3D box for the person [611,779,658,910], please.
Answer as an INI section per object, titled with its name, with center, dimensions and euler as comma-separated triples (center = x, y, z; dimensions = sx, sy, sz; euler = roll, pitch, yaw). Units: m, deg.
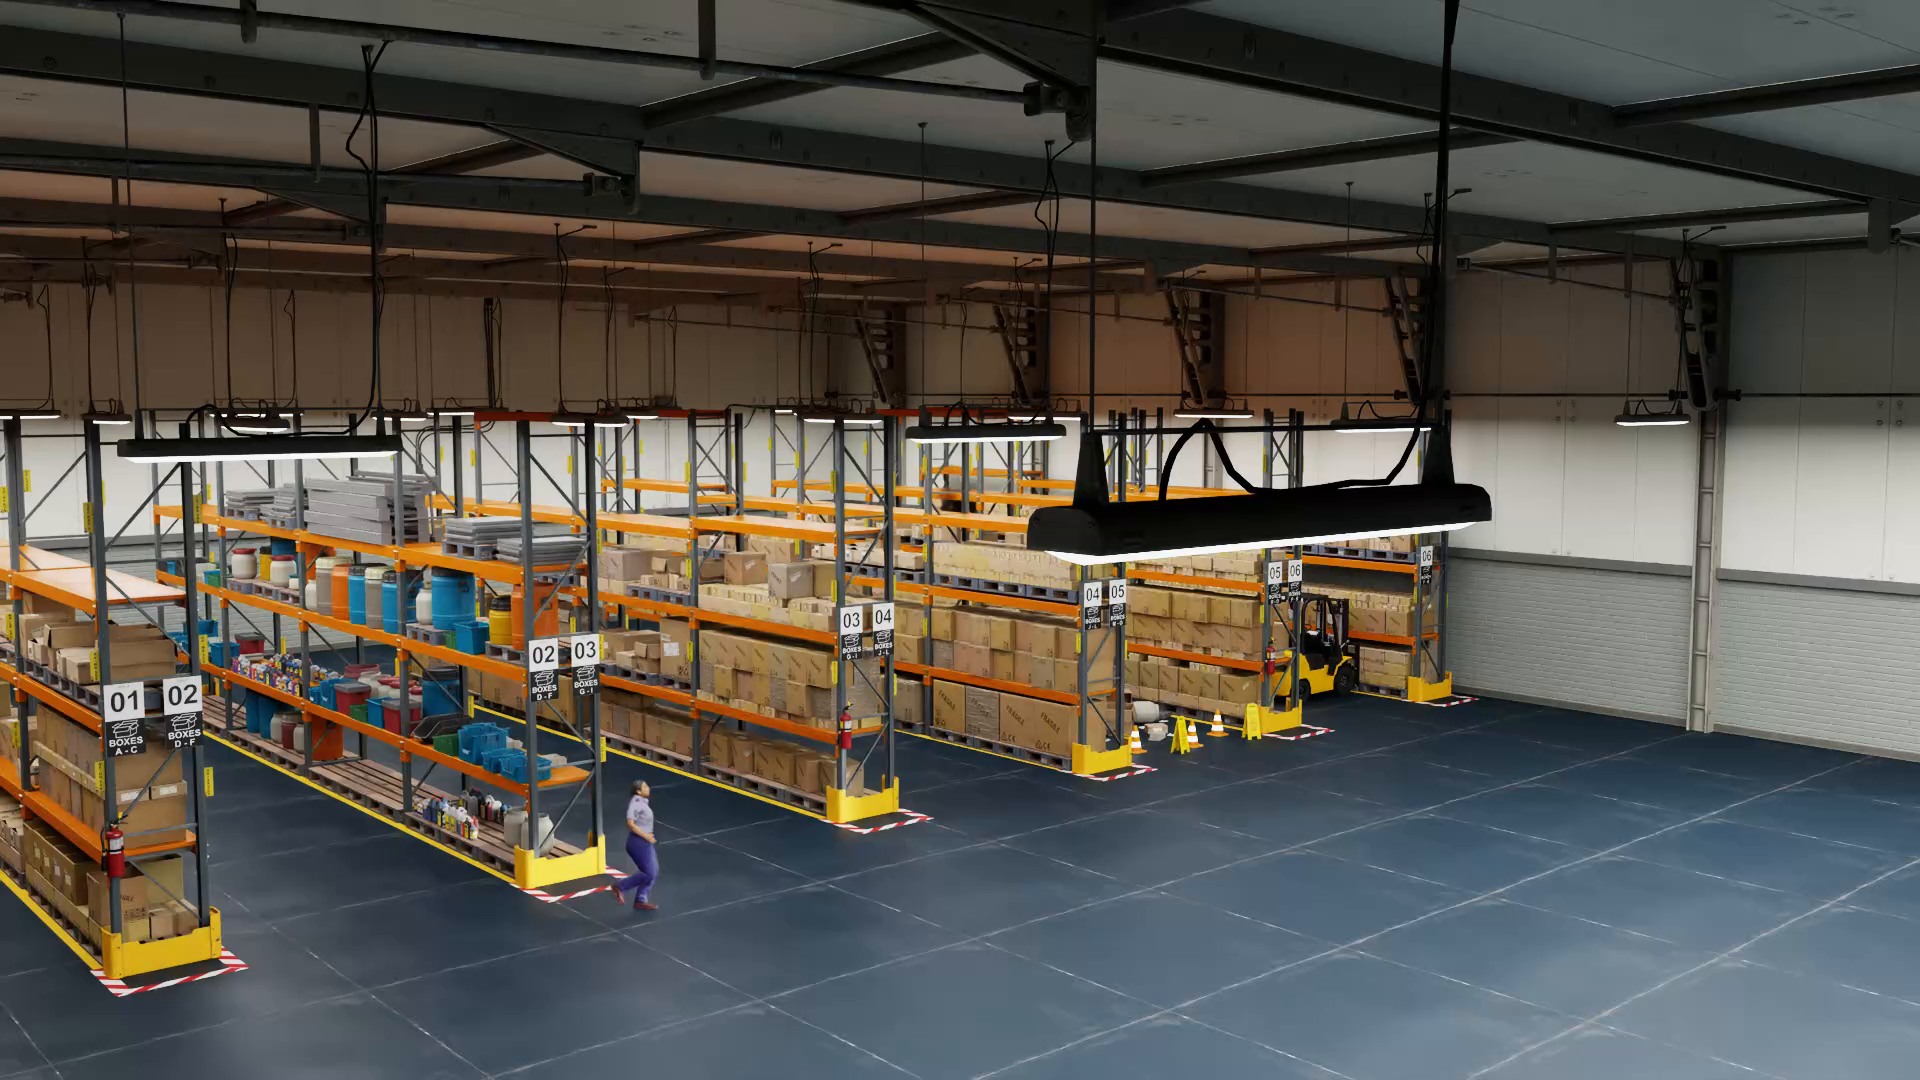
[person]
center = -4.001, 3.747, 20.491
dimensions = 0.546, 1.611, 0.637
euler = -1, 5, -9
